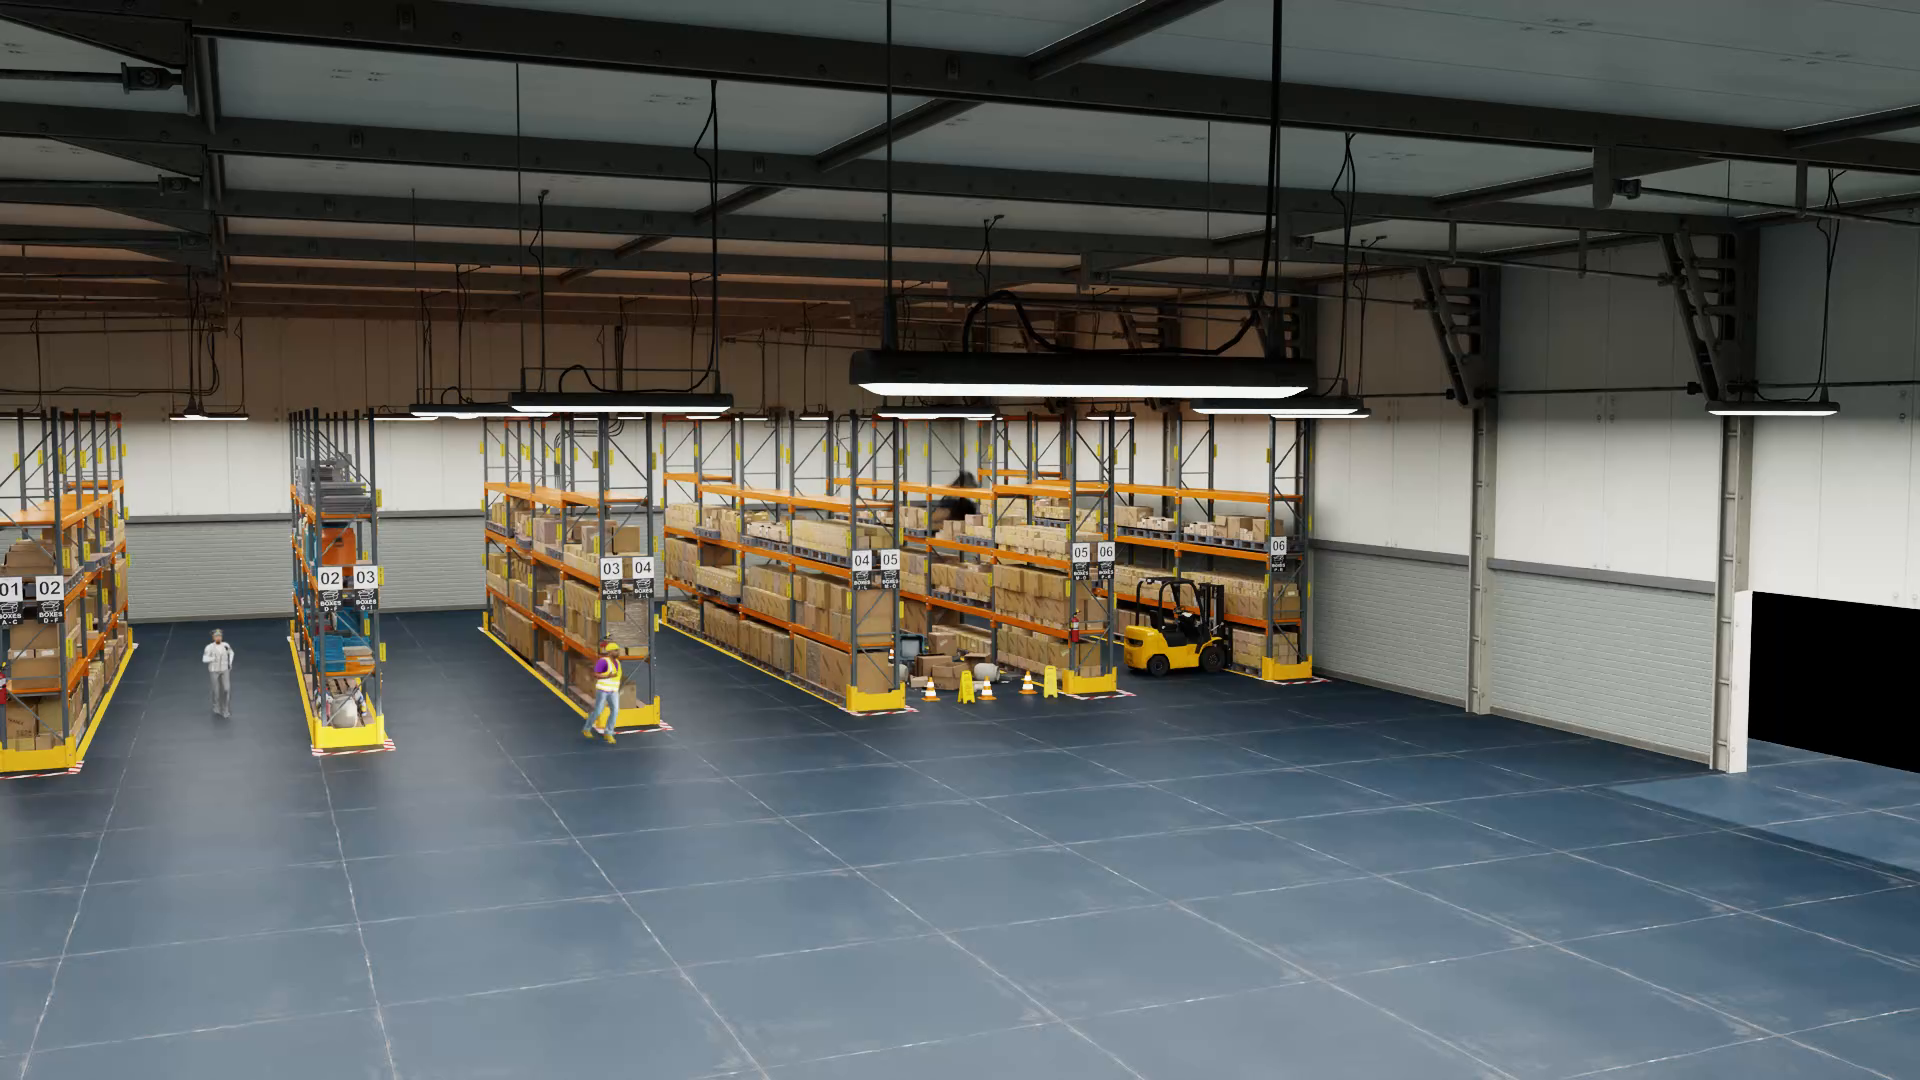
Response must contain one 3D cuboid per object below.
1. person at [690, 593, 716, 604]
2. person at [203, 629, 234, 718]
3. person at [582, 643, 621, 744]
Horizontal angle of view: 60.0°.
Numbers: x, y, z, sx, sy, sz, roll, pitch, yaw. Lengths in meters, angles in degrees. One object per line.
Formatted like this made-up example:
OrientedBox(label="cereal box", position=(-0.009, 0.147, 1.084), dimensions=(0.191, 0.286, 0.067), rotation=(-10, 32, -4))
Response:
OrientedBox(label="person", position=(-7.685, 1.409, 49.520), dimensions=(1.035, 1.775, 0.714), rotation=(-2, 5, -29))
OrientedBox(label="person", position=(-14.465, 2.601, 32.485), dimensions=(0.594, 1.745, 0.712), rotation=(-3, 5, -32))
OrientedBox(label="person", position=(-6.358, 2.747, 30.063), dimensions=(0.817, 1.777, 0.703), rotation=(3, 5, 38))
